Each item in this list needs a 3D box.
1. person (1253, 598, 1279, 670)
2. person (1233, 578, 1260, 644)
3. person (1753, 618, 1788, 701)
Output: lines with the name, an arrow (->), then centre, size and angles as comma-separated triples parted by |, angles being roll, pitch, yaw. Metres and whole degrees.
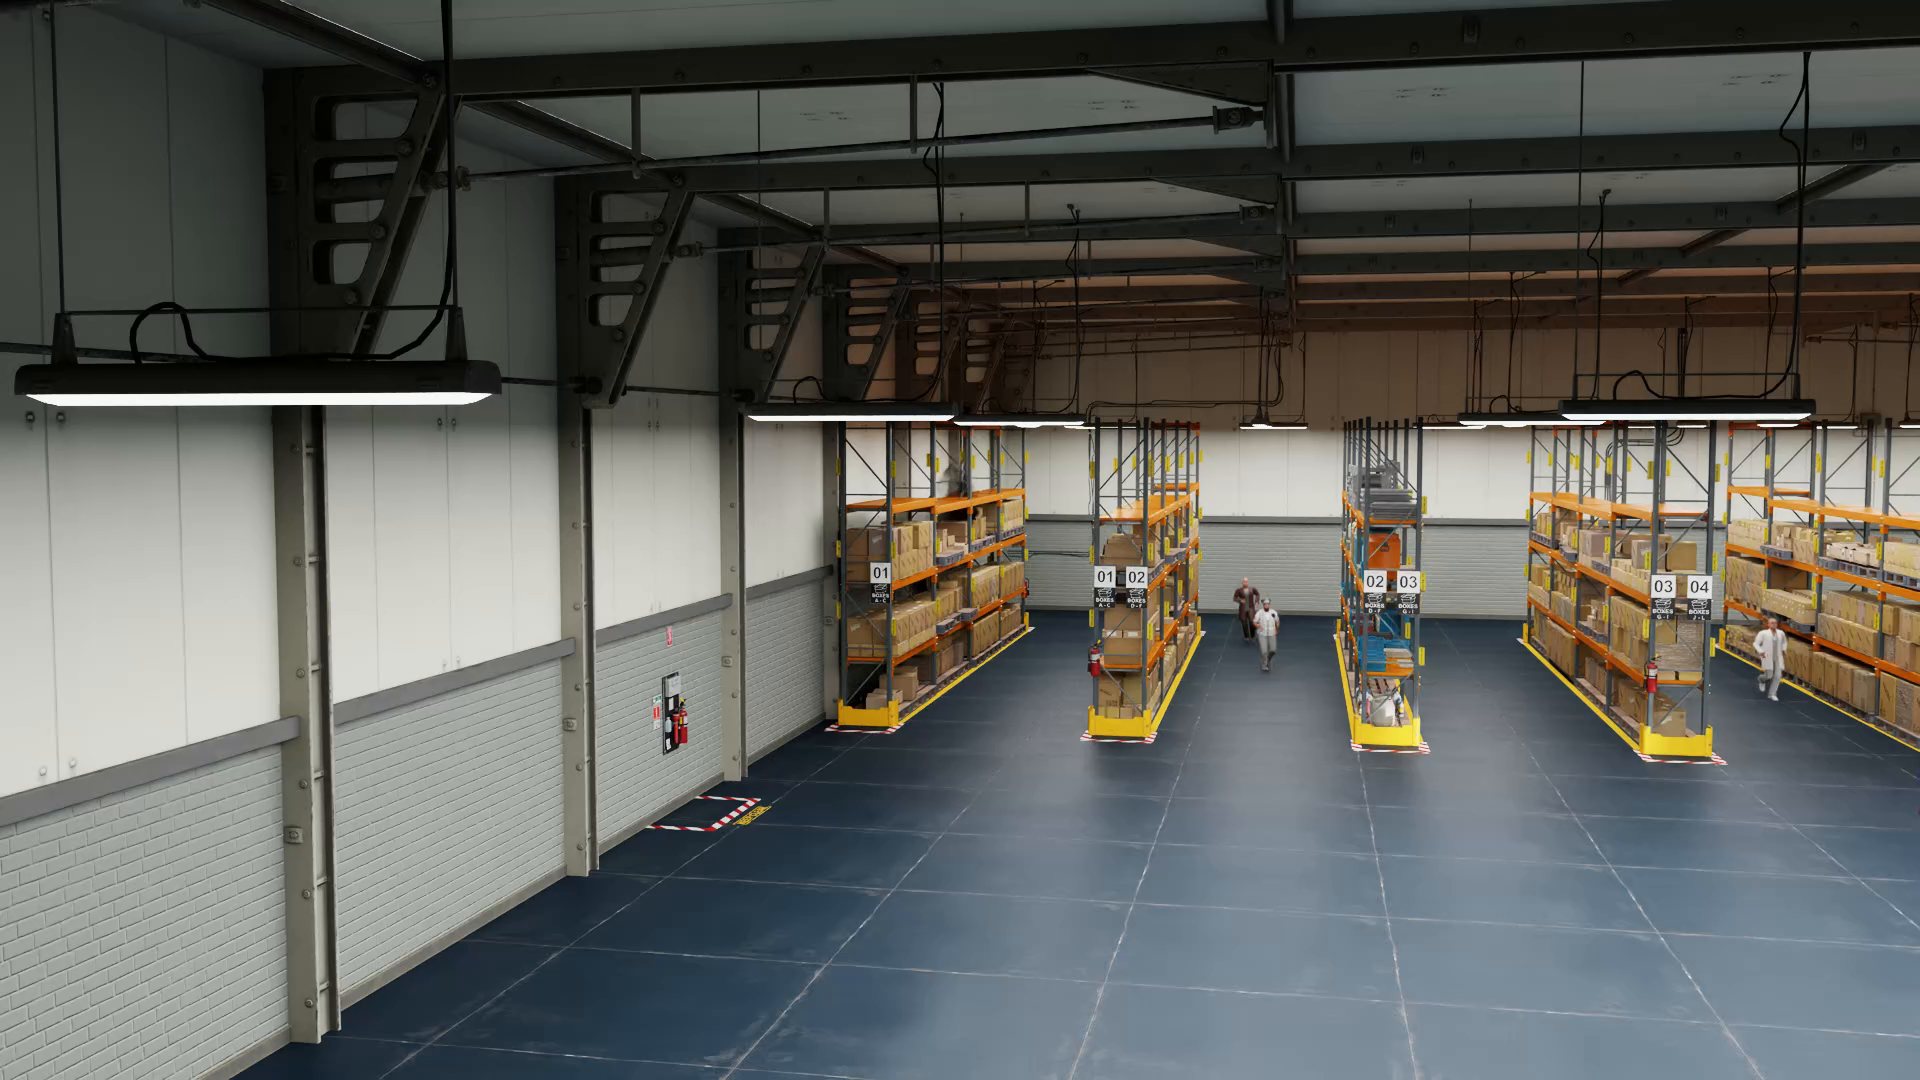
person -> 7.376, 2.259, 39.891 | 0.653, 1.736, 0.583 | 0, 4, 0
person -> 7.755, 1.929, 45.040 | 0.720, 1.809, 0.728 | 1, 4, 9
person -> 17.406, 2.547, 35.667 | 0.711, 1.743, 0.756 | 0, 4, 5
